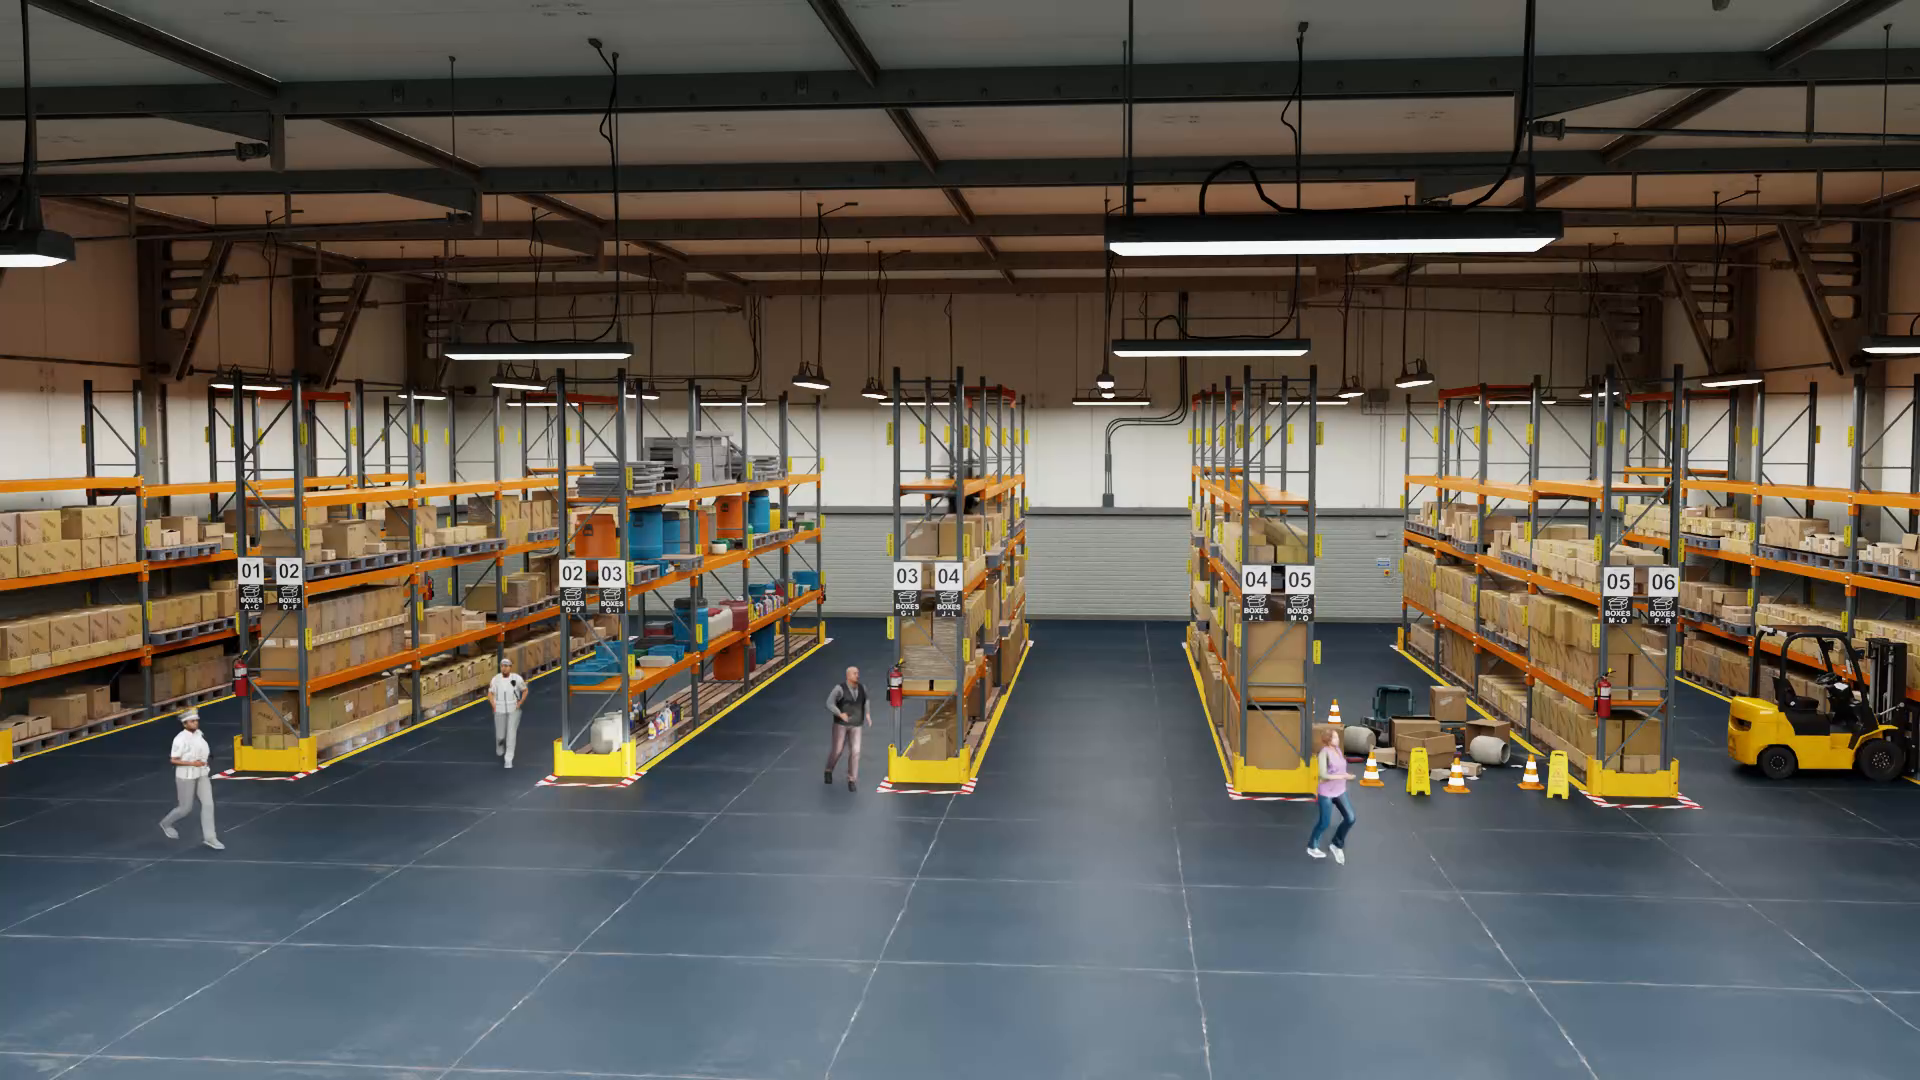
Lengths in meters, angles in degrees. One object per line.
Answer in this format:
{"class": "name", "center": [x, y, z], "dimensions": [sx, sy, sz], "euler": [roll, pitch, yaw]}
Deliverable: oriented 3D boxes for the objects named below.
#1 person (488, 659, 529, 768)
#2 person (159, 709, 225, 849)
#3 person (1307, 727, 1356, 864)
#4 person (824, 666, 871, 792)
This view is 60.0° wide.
{"class": "person", "center": [-6.896, 2.621, 25.422], "dimensions": [0.607, 1.650, 0.641], "euler": [0, 4, -8]}
{"class": "person", "center": [-9.349, 2.893, 20.220], "dimensions": [0.920, 1.694, 0.582], "euler": [2, 4, 23]}
{"class": "person", "center": [4.360, 2.993, 19.459], "dimensions": [0.508, 1.611, 0.672], "euler": [-3, 4, -36]}
{"class": "person", "center": [-1.558, 2.659, 23.677], "dimensions": [0.713, 1.721, 0.873], "euler": [-2, 4, -25]}
